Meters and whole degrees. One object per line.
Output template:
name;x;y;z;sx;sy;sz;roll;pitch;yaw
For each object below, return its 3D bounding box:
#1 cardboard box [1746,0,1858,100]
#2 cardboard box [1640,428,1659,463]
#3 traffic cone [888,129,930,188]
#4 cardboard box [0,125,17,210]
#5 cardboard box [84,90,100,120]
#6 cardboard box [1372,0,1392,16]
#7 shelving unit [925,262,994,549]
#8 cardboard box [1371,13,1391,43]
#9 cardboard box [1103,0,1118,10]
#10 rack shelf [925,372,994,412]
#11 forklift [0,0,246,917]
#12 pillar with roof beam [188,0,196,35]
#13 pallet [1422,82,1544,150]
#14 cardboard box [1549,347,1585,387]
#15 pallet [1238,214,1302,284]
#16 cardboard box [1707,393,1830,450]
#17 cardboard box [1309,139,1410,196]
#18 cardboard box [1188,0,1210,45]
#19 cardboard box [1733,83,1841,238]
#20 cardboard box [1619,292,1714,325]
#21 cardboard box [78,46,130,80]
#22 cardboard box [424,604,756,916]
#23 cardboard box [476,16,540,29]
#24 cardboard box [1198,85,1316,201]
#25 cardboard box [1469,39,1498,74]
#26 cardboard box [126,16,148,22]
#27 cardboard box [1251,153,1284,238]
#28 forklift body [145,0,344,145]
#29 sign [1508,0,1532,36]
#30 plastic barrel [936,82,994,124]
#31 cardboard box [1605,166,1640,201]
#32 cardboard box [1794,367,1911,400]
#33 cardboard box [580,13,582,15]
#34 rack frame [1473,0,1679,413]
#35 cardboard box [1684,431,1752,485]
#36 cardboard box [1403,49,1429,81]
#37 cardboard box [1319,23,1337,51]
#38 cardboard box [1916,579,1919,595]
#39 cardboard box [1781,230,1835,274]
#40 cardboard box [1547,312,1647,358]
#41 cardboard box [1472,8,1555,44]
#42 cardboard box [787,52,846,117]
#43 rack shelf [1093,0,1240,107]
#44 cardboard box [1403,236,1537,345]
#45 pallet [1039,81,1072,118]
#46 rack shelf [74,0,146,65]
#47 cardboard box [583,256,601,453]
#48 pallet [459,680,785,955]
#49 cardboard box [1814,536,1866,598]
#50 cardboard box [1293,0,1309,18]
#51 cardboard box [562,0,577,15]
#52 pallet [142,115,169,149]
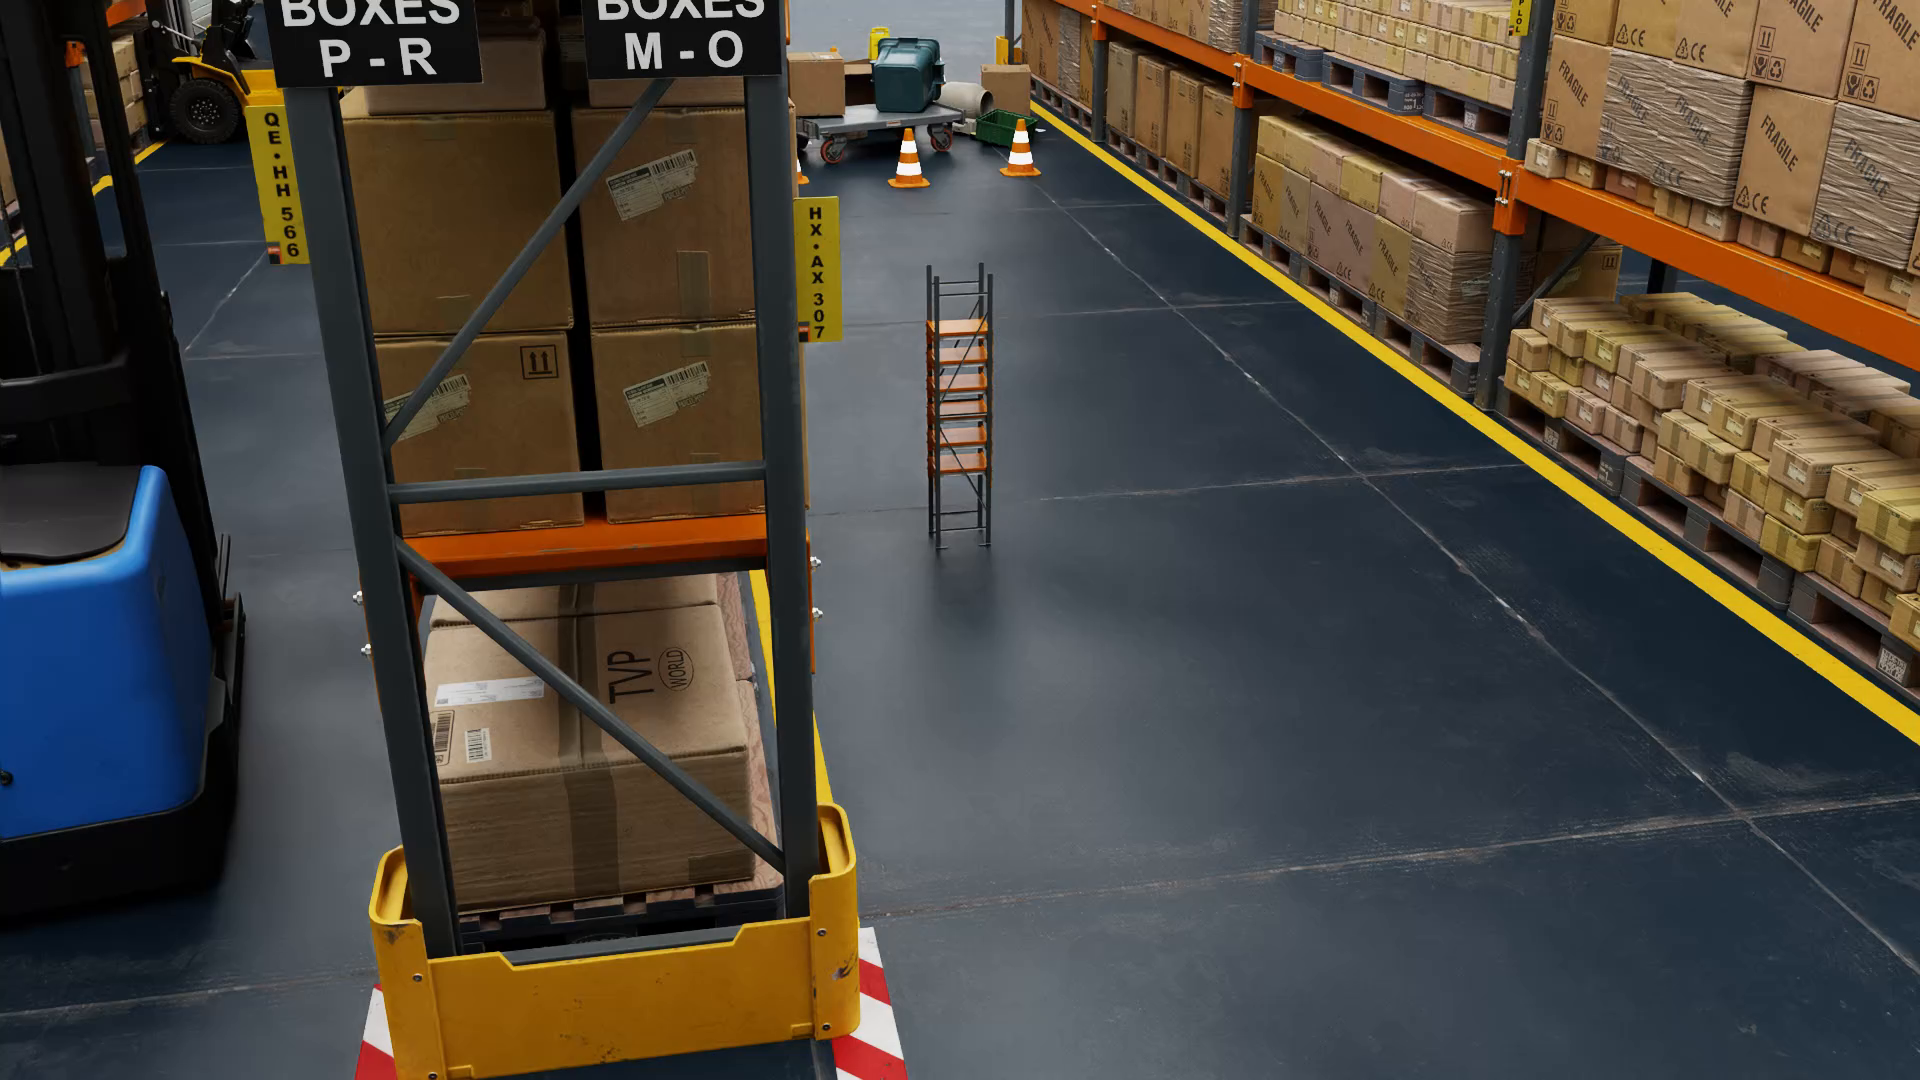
cardboard box;3.356;-1.944;6.208;0.500;0.500;0.500;-5;24;-12
cardboard box;3.323;-0.426;7.514;0.380;0.149;0.250;-5;24;-12
traffic cone;-0.438;-3.259;14.133;0.336;0.463;0.334;-4;24;-10
cardboard box;-7.573;-2.775;12.298;0.875;0.625;0.625;-5;24;-12
cardboard box;-7.743;-3.851;14.606;0.500;0.250;0.500;-4;24;-10
cardboard box;2.688;-3.217;9.913;0.380;0.149;0.250;-5;24;-10
shelving unit;-0.003;-0.556;7.023;0.258;1.200;0.189;-4;24;-10
cardboard box;2.691;-3.074;9.959;0.380;0.149;0.250;-3;24;-8
cardboard box;1.599;-5.071;14.987;0.500;0.500;0.500;-4;24;-9
rack shelf;-0.003;-0.625;6.993;0.258;0.103;0.180;-4;24;-10
forklift;-3.173;-0.795;5.407;1.130;2.935;3.031;-8;25;-18
pillar with roof beam;-6.333;-11.137;21.507;9.100;9.000;0.400;-4;24;-10
pallet;3.247;-2.328;9.073;1.003;0.211;1.213;-4;24;-10
cardboard box;3.133;-0.868;8.155;0.380;0.149;0.250;-4;24;-9
pallet;2.649;-2.093;11.778;1.003;0.211;1.213;-4;24;-10
cardboard box;3.369;-0.496;6.932;0.380;0.149;0.250;-4;24;-9
cardboard box;2.568;-2.385;10.623;0.500;0.250;0.500;-4;24;-9
cardboard box;2.068;-4.078;12.713;0.500;0.500;0.500;-4;24;-10
cardboard box;3.374;-1.470;6.371;0.500;0.500;0.500;-3;24;-7
cardboard box;3.567;-1.143;8.413;0.380;0.149;0.250;-4;24;-8
cardboard box;-7.823;-4.283;14.969;0.500;0.250;0.500;-4;24;-10
cardboard box;-1.081;0.604;4.795;0.875;0.438;0.875;-5;24;-12
cardboard box;-1.195;-1.151;3.953;0.380;0.149;0.250;-4;24;-9
cardboard box;2.482;-3.086;12.854;1.050;0.750;0.750;-5;24;-10
cardboard box;2.928;-2.564;8.790;0.380;0.149;0.250;-4;24;-9
cardboard box;-8.305;-5.282;17.259;0.500;0.250;0.500;-4;24;-8
cardboard box;2.386;-2.428;11.660;0.500;0.500;0.500;-5;24;-12
forklift body;-6.553;-5.050;16.126;2.313;2.155;1.214;-4;24;-10
sign;2.701;-2.593;7.992;0.100;0.325;0.005;-4;24;-10
plastic barrel;0.049;-4.404;16.804;0.512;0.421;0.421;13;27;27
cardboard box;3.198;-1.657;7.610;0.380;0.149;0.250;-5;24;-12
cardboard box;3.880;-0.635;7.250;0.380;0.149;0.250;-5;24;-12
cardboard box;-0.968;-1.440;5.425;0.500;0.500;0.500;-4;24;-10
rack frame;3.245;-2.105;8.321;1.000;3.000;0.127;-4;24;-10
cardboard box;3.293;-0.356;6.982;0.380;0.149;0.250;-4;24;-9
cardboard box;2.782;-2.732;9.546;0.380;0.149;0.250;-5;24;-12
cardboard box;2.541;-3.247;10.726;0.380;0.149;0.250;-3;24;-7
cardboard box;3.612;0.153;5.818;0.380;0.149;0.250;-5;24;-11
cardboard box;3.430;-1.140;6.426;0.380;0.149;0.250;-4;24;-9
cardboard box;3.098;-1.000;8.085;0.380;0.149;0.250;-3;24;-7
cardboard box;2.929;-2.704;8.739;0.380;0.149;0.250;-5;24;-11
cardboard box;-1.336;-4.190;15.274;0.500;0.500;0.500;-4;24;-10
rack shelf;2.136;-4.135;13.869;1.077;0.370;4.000;-4;24;-10
cardboard box;2.861;-1.424;9.362;0.500;0.500;0.500;-5;24;-11
pallet;1.473;-4.759;17.884;1.003;0.211;1.213;-4;24;-10
rack shelf;-8.327;-4.934;15.697;1.077;0.370;4.000;-4;24;-10
cardboard box;-0.788;-0.578;4.701;0.500;0.500;0.500;-5;24;-11
pallet;-1.086;0.844;5.054;1.003;0.211;1.213;-4;24;-10
cardboard box;3.513;0.091;6.331;0.380;0.149;0.250;-4;24;-9
cardboard box;2.450;-3.580;11.117;0.380;0.149;0.250;-3;24;-7
cardboard box;-1.580;-1.596;5.782;0.500;0.500;0.500;-4;24;-9
pallet;-8.292;-3.996;16.134;1.003;0.211;1.213;-4;24;-10
